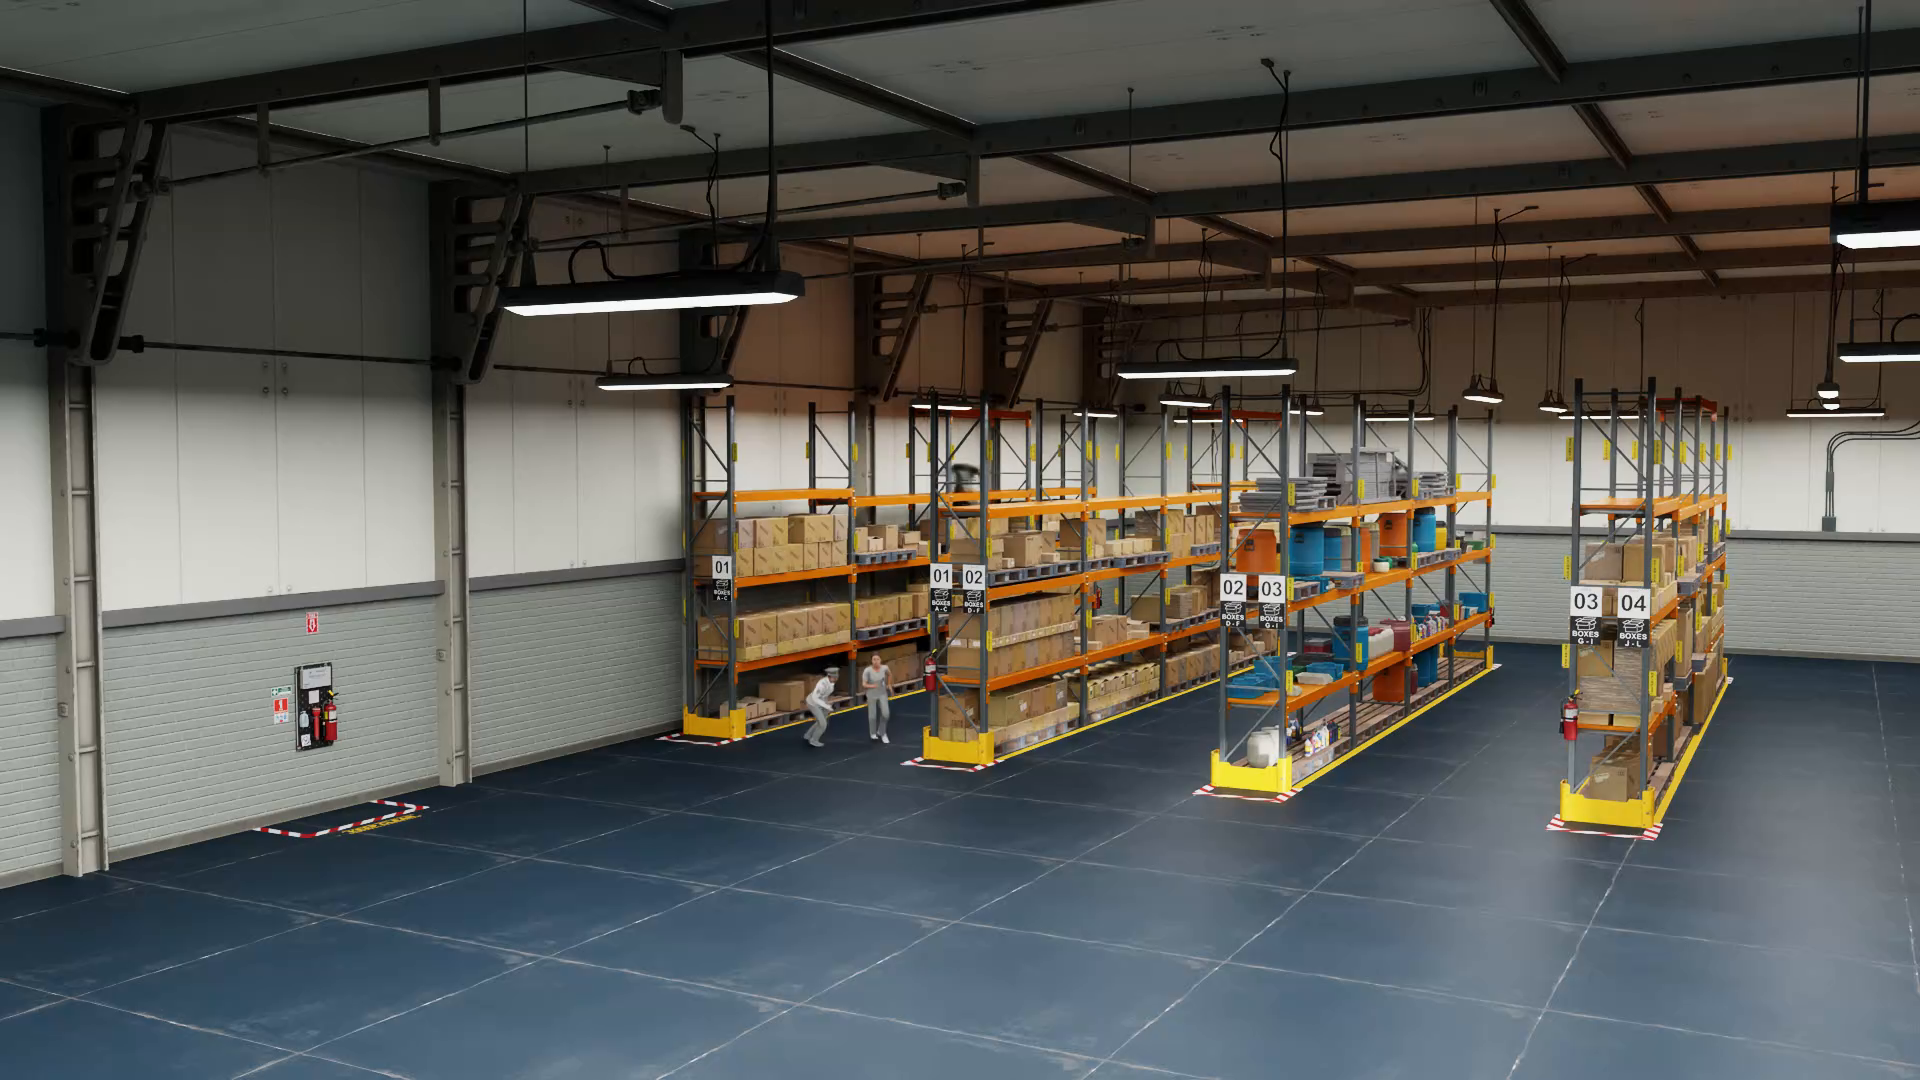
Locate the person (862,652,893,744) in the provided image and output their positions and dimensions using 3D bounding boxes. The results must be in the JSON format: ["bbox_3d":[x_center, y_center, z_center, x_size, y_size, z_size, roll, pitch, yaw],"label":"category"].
[{"bbox_3d":[-1.415,2.699,28.549,0.564,1.593,0.922,0,3,-9],"label":"person"}]

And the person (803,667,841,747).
[{"bbox_3d":[-2.371,2.827,28.209,0.896,1.404,0.622,2,3,28],"label":"person"}]
